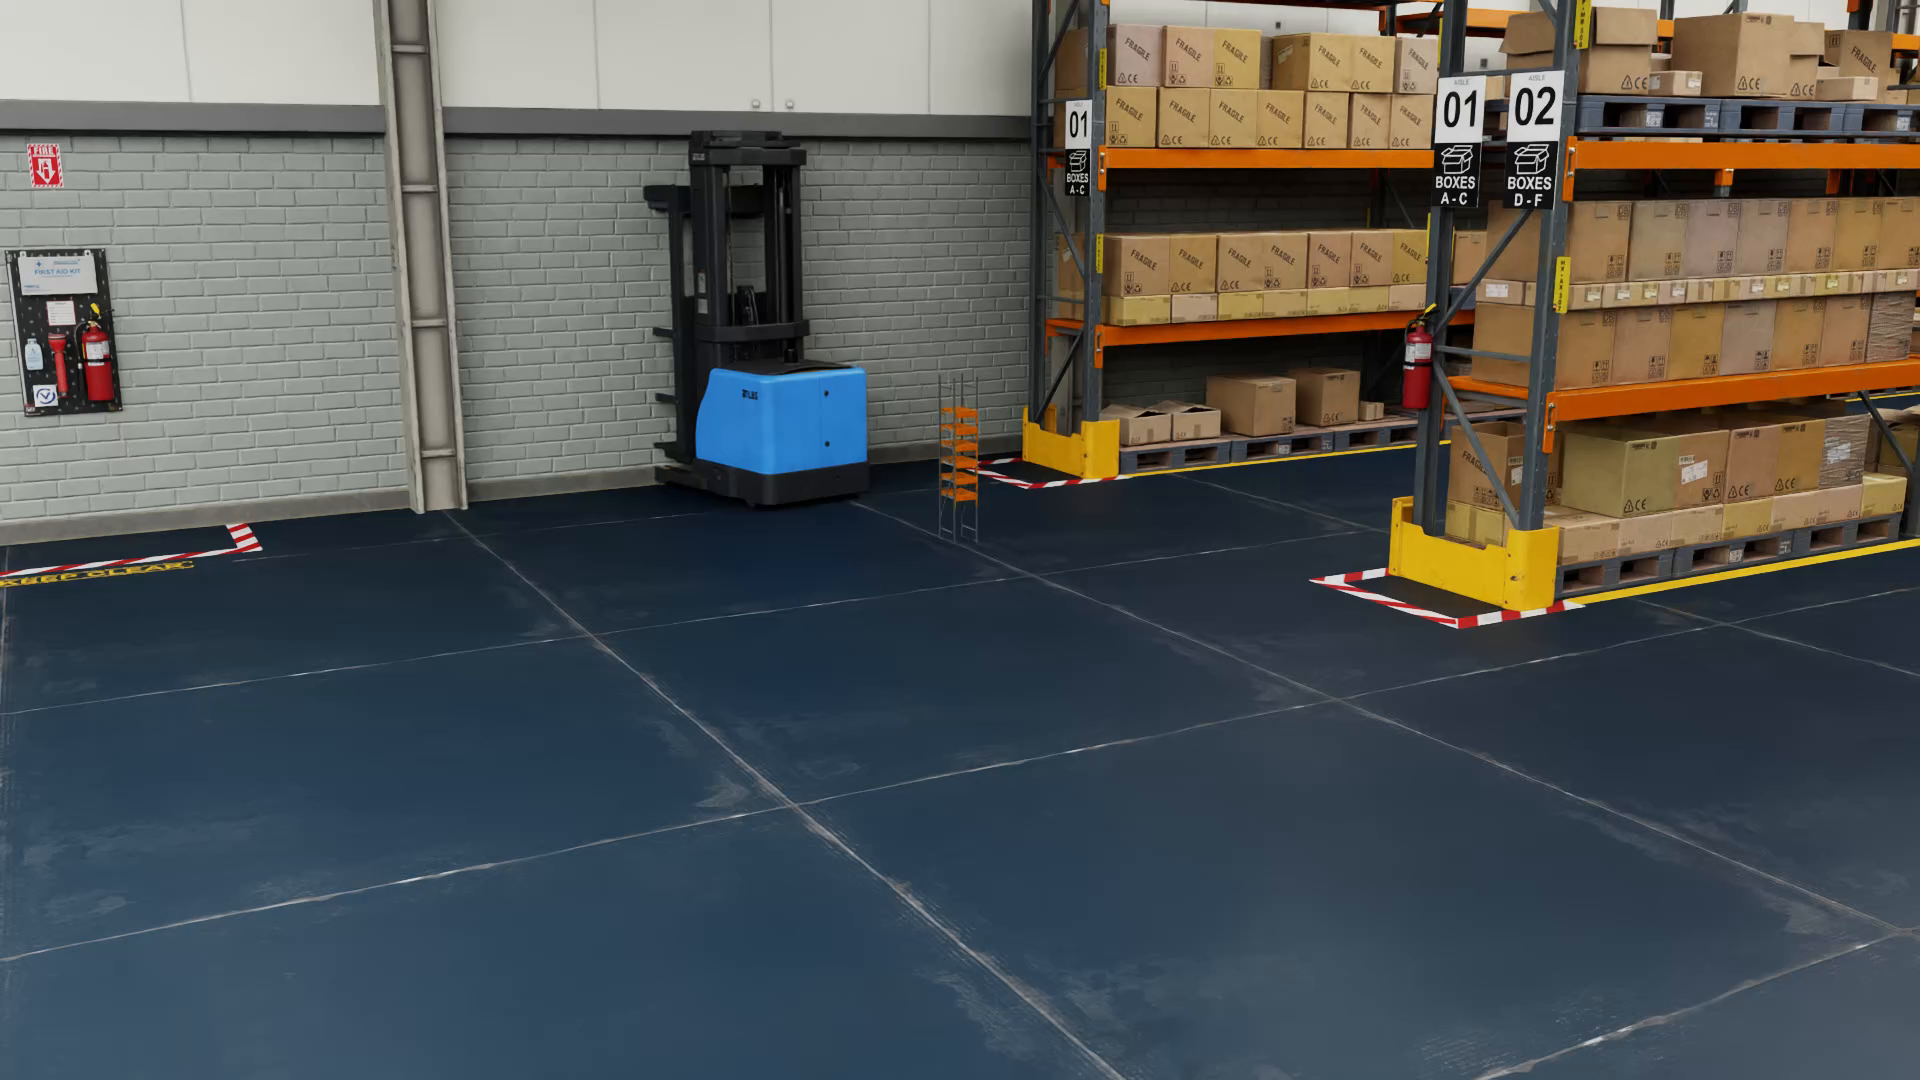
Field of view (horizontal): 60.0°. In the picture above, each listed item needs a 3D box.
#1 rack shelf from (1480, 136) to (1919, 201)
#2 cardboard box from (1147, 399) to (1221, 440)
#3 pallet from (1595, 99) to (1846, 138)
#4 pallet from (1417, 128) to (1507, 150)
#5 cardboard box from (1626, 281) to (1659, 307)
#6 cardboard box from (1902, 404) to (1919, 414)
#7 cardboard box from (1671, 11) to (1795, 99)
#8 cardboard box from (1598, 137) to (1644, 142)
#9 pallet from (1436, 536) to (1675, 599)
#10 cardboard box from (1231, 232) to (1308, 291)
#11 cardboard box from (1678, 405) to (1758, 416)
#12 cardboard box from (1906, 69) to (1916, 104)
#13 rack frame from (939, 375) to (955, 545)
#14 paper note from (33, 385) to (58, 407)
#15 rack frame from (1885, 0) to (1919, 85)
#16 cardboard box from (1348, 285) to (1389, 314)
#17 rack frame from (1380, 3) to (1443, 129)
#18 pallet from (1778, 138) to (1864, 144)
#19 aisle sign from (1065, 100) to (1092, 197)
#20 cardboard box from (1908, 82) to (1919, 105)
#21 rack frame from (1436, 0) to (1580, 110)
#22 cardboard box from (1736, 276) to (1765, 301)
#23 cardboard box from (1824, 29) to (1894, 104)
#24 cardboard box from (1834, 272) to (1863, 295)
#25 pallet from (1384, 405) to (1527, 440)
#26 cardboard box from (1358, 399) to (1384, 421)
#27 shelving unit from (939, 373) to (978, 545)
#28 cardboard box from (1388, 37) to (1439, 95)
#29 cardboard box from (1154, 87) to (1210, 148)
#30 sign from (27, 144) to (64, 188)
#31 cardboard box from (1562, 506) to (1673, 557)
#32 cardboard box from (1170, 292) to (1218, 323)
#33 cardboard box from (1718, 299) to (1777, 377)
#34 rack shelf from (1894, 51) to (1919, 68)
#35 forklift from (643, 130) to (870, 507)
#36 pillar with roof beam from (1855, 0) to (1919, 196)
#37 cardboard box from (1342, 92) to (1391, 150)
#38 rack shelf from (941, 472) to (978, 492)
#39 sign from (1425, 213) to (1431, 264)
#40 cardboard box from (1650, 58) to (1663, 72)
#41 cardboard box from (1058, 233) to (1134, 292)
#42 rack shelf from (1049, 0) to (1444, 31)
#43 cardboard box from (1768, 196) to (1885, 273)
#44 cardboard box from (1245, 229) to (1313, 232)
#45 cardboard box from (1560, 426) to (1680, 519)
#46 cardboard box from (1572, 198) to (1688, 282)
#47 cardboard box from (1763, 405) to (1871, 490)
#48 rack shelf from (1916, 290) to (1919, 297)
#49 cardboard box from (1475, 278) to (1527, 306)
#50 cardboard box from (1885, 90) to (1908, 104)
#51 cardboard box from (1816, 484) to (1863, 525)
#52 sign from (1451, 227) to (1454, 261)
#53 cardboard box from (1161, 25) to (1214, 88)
[{"bbox_3d":[5.051,-2.478,11.093,4.000,0.370,1.077,-7,14,-28],"label":"rack shelf"},{"bbox_3d":[2.070,-1.127,15.408,0.500,0.311,0.500,-6,14,-23],"label":"cardboard box"},{"bbox_3d":[5.001,-2.774,10.971,1.213,0.211,1.003,-7,14,-28],"label":"pallet"},{"bbox_3d":[5.023,-3.946,16.407,1.003,0.211,1.213,-7,14,-28],"label":"pallet"},{"bbox_3d":[4.193,-1.574,10.566,0.250,0.149,0.380,-7,14,-28],"label":"cardboard box"},{"bbox_3d":[7.918,-0.918,13.387,0.500,0.311,0.500,-7,14,-28],"label":"cardboard box"},{"bbox_3d":[4.884,-3.062,10.548,0.500,0.500,0.500,-7,14,-28],"label":"cardboard box"},{"bbox_3d":[6.759,-4.356,17.518,0.637,0.503,0.797,-5,14,-20],"label":"cardboard box"},{"bbox_3d":[3.947,0.117,11.108,1.213,0.211,1.003,-7,14,-28],"label":"pallet"},{"bbox_3d":[2.824,-2.563,15.256,0.500,0.500,0.500,-6,14,-26],"label":"cardboard box"},{"bbox_3d":[5.372,-0.711,12.035,0.500,0.500,0.500,-7,14,-28],"label":"cardboard box"},{"bbox_3d":[11.953,-5.500,20.332,0.500,0.500,0.500,-7,14,-28],"label":"cardboard box"},{"bbox_3d":[-0.093,-0.574,11.928,0.006,1.200,0.240,-7,14,-28],"label":"rack frame"},{"bbox_3d":[-6.523,-1.030,11.862,0.142,0.148,0.016,-7,14,-28],"label":"paper note"},{"bbox_3d":[11.452,-6.298,19.599,0.127,3.000,1.000,-7,14,-28],"label":"rack frame"},{"bbox_3d":[3.718,-2.307,15.826,0.500,0.250,0.500,-7,14,-28],"label":"cardboard box"},{"bbox_3d":[4.430,-5.457,15.859,0.127,3.000,1.000,-7,14,-28],"label":"rack frame"},{"bbox_3d":[9.461,-4.518,18.951,1.213,0.211,1.003,-6,14,-25],"label":"pallet"},{"bbox_3d":[1.000,-3.312,14.072,0.004,0.787,0.394,-7,14,-28],"label":"aisle sign"},{"bbox_3d":[7.352,-3.234,12.199,0.500,0.250,0.500,-5,14,-22],"label":"cardboard box"},{"bbox_3d":[3.296,-4.081,9.749,0.127,3.000,1.000,-7,14,-28],"label":"rack frame"},{"bbox_3d":[5.093,-1.681,11.043,0.250,0.149,0.380,-7,14,-27],"label":"cardboard box"},{"bbox_3d":[6.238,-3.359,11.866,0.500,0.500,0.500,-6,14,-23],"label":"cardboard box"},{"bbox_3d":[5.994,-1.789,11.523,0.250,0.149,0.380,-7,14,-28],"label":"cardboard box"},{"bbox_3d":[5.113,-1.252,17.189,1.213,0.211,1.003,-7,14,-28],"label":"pallet"},{"bbox_3d":[3.975,-1.300,16.505,0.250,0.166,0.380,-9,16,-35],"label":"cardboard box"},{"bbox_3d":[-0.013,-0.584,11.971,0.189,1.200,0.258,-7,14,-28],"label":"shelving unit"},{"bbox_3d":[4.120,-4.435,15.599,0.500,0.500,0.500,-8,15,-33],"label":"cardboard box"},{"bbox_3d":[1.821,-3.667,14.468,0.500,0.500,0.500,-6,14,-24],"label":"cardboard box"},{"bbox_3d":[-6.390,-2.615,11.616,0.199,0.298,0.001,-7,14,-28],"label":"sign"},{"bbox_3d":[4.310,-0.085,10.961,0.500,0.250,0.500,-7,14,-28],"label":"cardboard box"},{"bbox_3d":[1.948,-2.093,14.874,0.500,0.250,0.500,-7,15,-30],"label":"cardboard box"},{"bbox_3d":[5.069,-1.413,11.330,0.500,0.500,0.700,-6,14,-26],"label":"cardboard box"},{"bbox_3d":[13.207,-5.962,20.657,4.000,0.370,1.077,-7,14,-28],"label":"rack shelf"},{"bbox_3d":[-2.076,-1.952,14.105,1.130,2.935,3.031,-11,16,-39],"label":"forklift"},{"bbox_3d":[13.714,-5.709,16.980,0.400,9.000,9.100,-7,14,-28],"label":"pillar with roof beam"},{"bbox_3d":[3.655,-3.900,15.502,0.500,0.500,0.500,-8,15,-33],"label":"cardboard box"},{"bbox_3d":[-0.013,-0.423,12.007,0.180,0.103,0.258,-7,14,-28],"label":"rack shelf"},{"bbox_3d":[3.048,-1.941,10.726,0.005,0.325,0.100,-7,14,-28],"label":"sign"},{"bbox_3d":[4.180,-2.990,10.798,0.500,0.250,0.500,-7,14,-28],"label":"cardboard box"},{"bbox_3d":[1.231,-2.502,14.983,0.500,0.500,0.500,-7,14,-28],"label":"cardboard box"},{"bbox_3d":[2.674,-4.894,15.004,4.000,0.370,1.077,-7,14,-28],"label":"rack shelf"},{"bbox_3d":[5.977,-2.156,11.674,0.500,0.500,0.700,-7,14,-28],"label":"cardboard box"},{"bbox_3d":[3.021,-2.718,15.942,0.500,0.500,0.500,-6,14,-26],"label":"cardboard box"},{"bbox_3d":[4.311,-0.450,10.877,0.500,0.500,0.500,-7,14,-28],"label":"cardboard box"},{"bbox_3d":[4.217,-1.945,10.737,0.500,0.500,0.700,-7,15,-29],"label":"cardboard box"},{"bbox_3d":[6.060,-0.663,11.824,0.500,0.500,0.500,-7,14,-28],"label":"cardboard box"},{"bbox_3d":[9.696,-2.810,19.402,4.000,0.370,1.077,-7,14,-28],"label":"rack shelf"},{"bbox_3d":[3.540,-1.597,10.668,0.250,0.149,0.380,-7,15,-29],"label":"cardboard box"},{"bbox_3d":[10.627,-5.027,19.552,0.500,0.500,0.700,-8,15,-31],"label":"cardboard box"},{"bbox_3d":[6.061,-0.297,11.904,0.500,0.250,0.500,-7,14,-28],"label":"cardboard box"},{"bbox_3d":[4.697,-2.848,15.962,0.005,0.325,0.100,-7,14,-28],"label":"sign"},{"bbox_3d":[1.838,-4.155,14.359,0.500,0.500,0.500,-7,14,-29],"label":"cardboard box"}]
